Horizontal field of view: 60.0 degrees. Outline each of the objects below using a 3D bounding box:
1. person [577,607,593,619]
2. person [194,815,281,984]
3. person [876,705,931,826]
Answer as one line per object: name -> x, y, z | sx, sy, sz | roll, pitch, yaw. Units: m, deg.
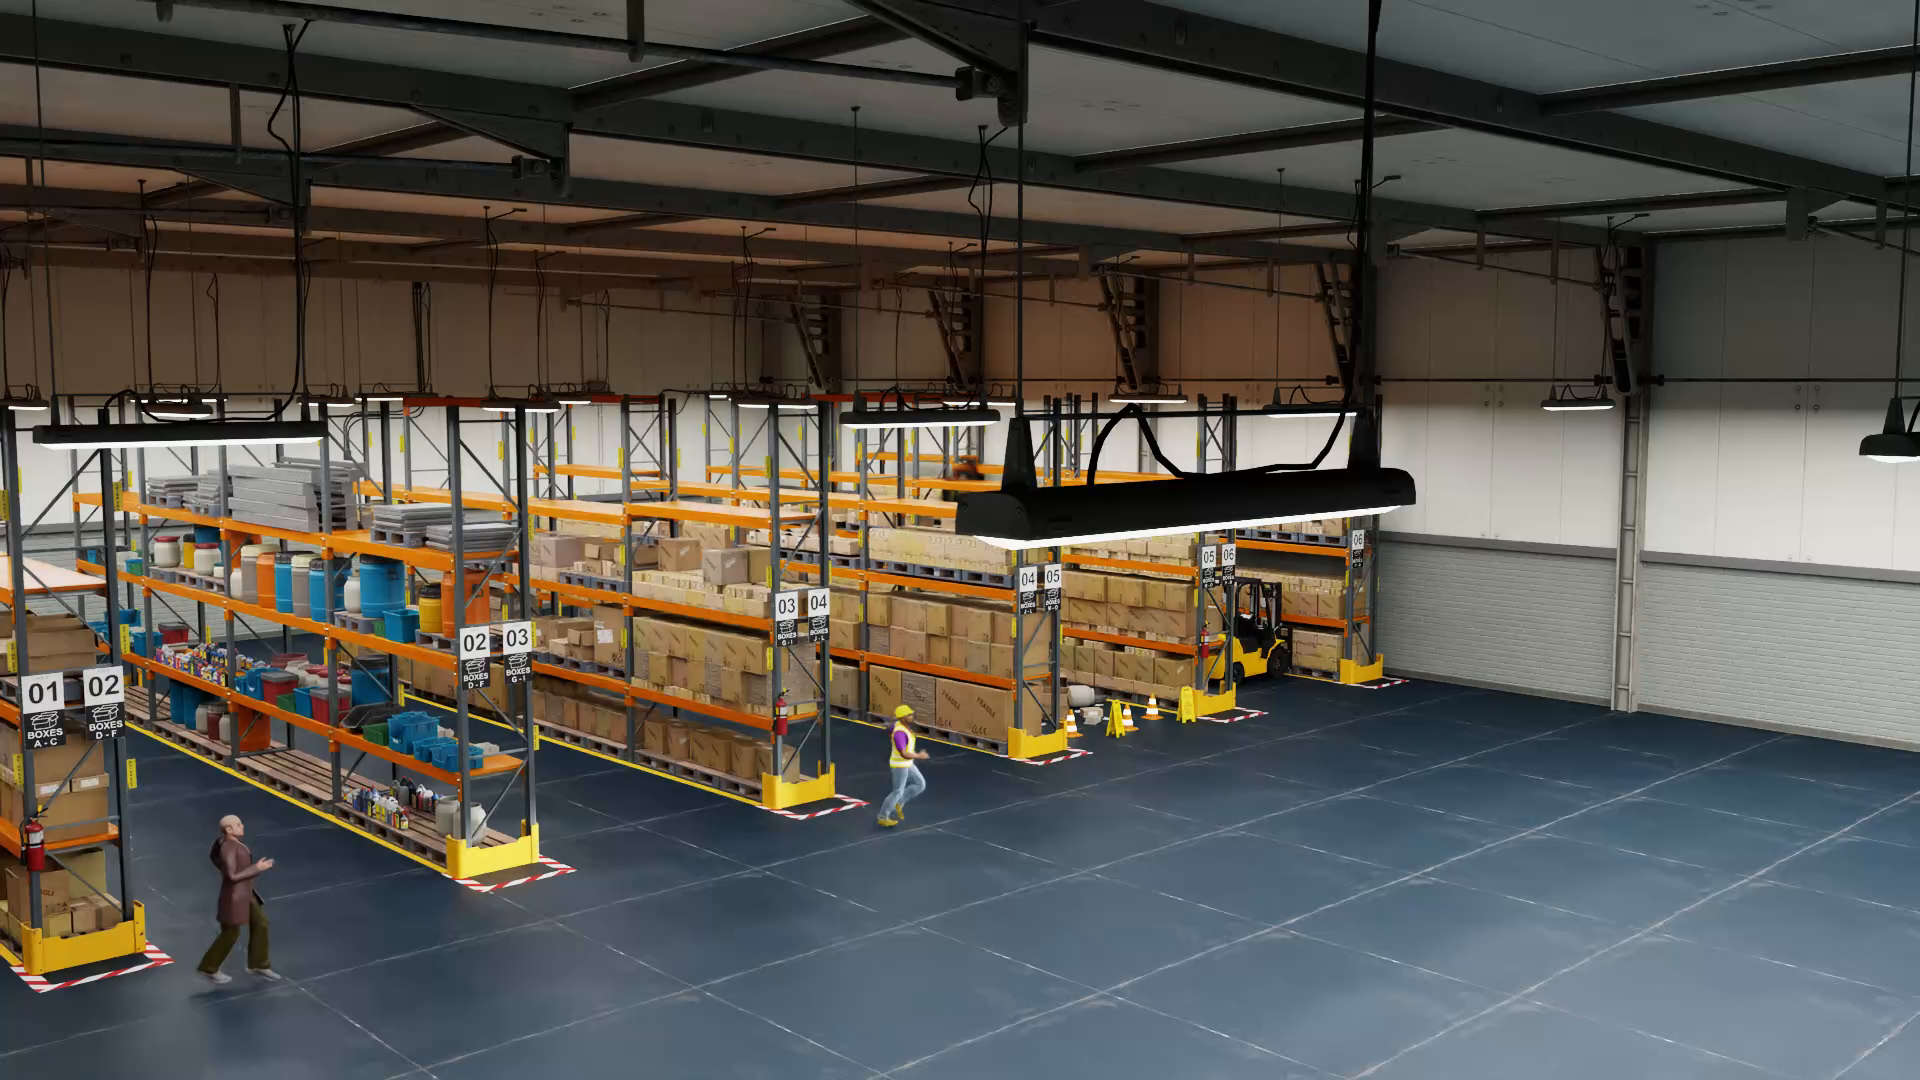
person -> -9.264, 1.488, 41.043 | 0.822, 1.821, 0.687 | 2, 6, 16
person -> -7.551, 3.762, 17.311 | 0.832, 1.835, 0.689 | -1, 6, -12
person -> -0.787, 3.178, 23.576 | 0.785, 1.715, 0.726 | 1, 6, 8
